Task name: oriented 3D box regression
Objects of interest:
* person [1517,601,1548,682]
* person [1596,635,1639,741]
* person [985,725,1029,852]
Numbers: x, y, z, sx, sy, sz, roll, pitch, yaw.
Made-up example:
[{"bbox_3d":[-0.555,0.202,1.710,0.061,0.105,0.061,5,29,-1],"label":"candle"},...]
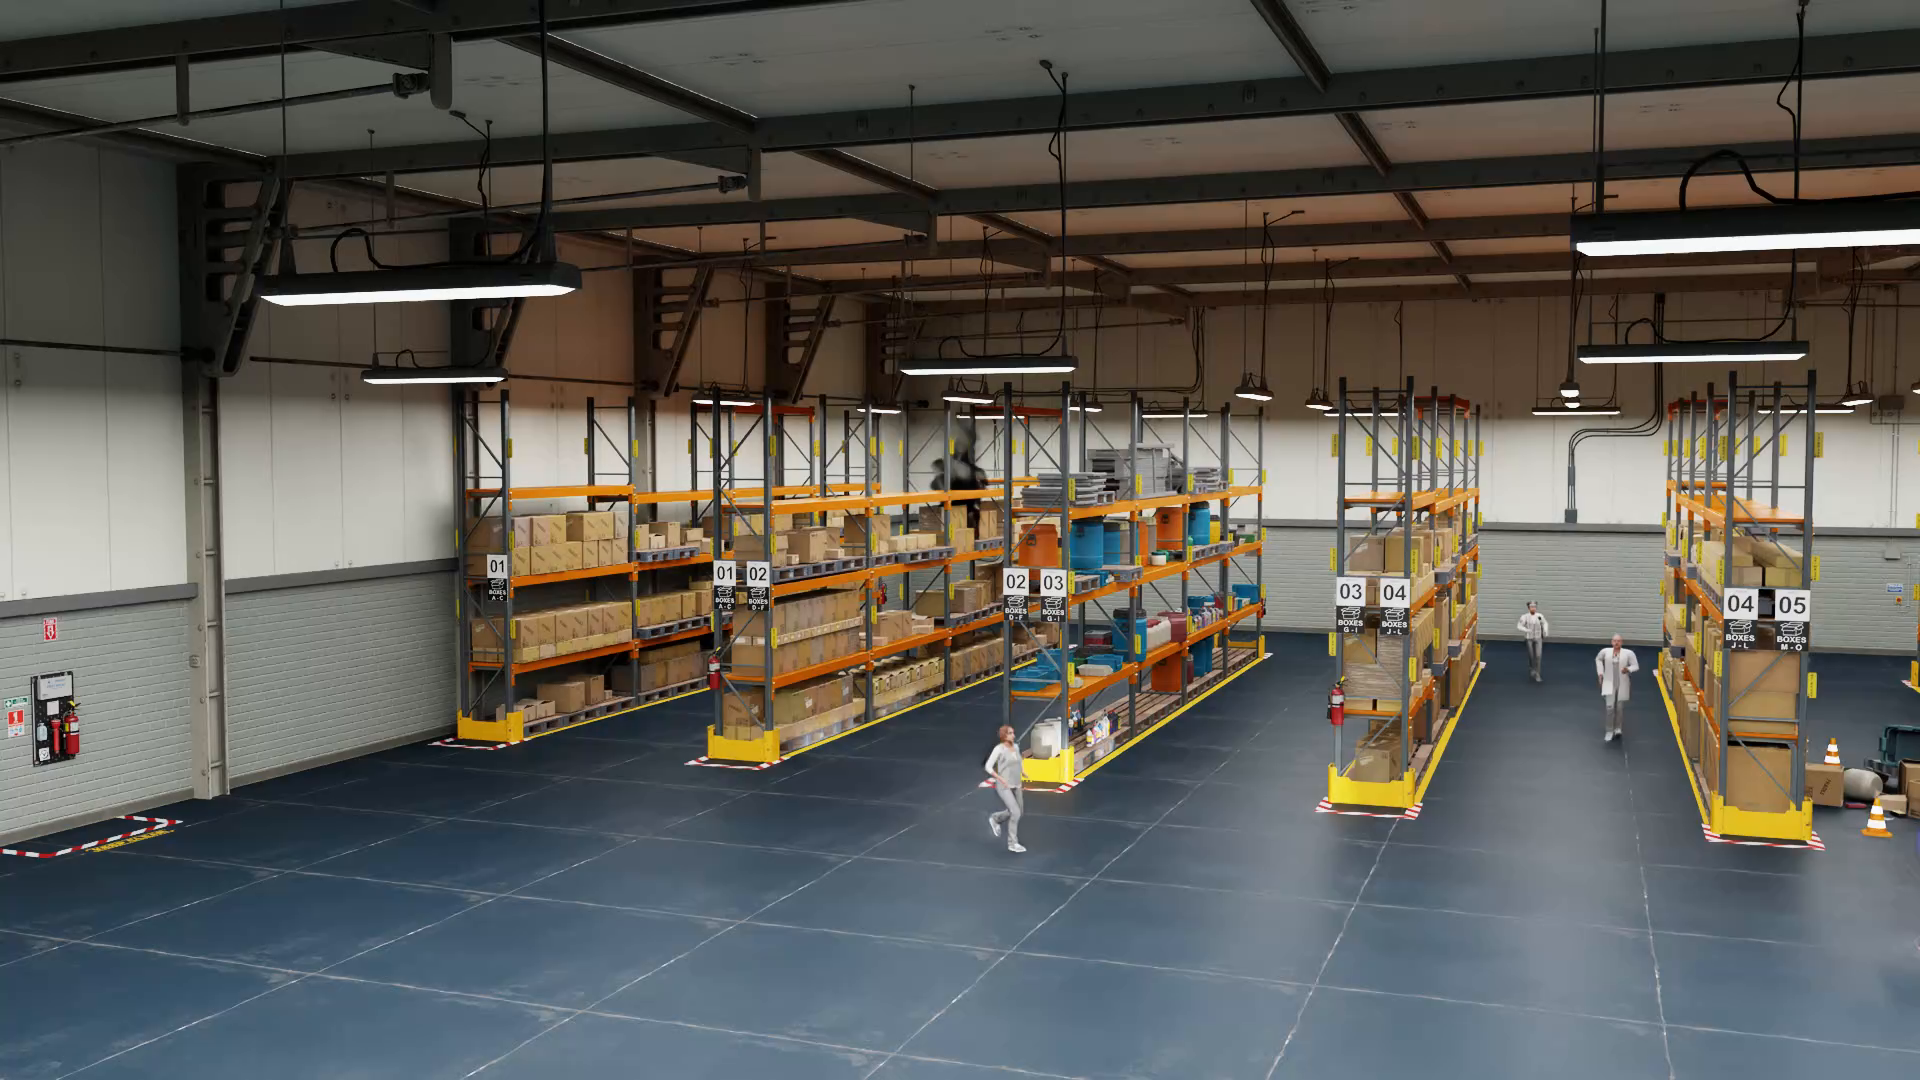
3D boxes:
[{"bbox_3d":[12.389,2.183,35.992,0.645,1.762,0.762,1,3,12],"label":"person"},{"bbox_3d":[11.334,2.547,28.686,0.689,1.846,0.848,1,3,20],"label":"person"},{"bbox_3d":[0.565,3.080,20.741,0.542,1.553,0.680,-3,4,-44],"label":"person"}]
